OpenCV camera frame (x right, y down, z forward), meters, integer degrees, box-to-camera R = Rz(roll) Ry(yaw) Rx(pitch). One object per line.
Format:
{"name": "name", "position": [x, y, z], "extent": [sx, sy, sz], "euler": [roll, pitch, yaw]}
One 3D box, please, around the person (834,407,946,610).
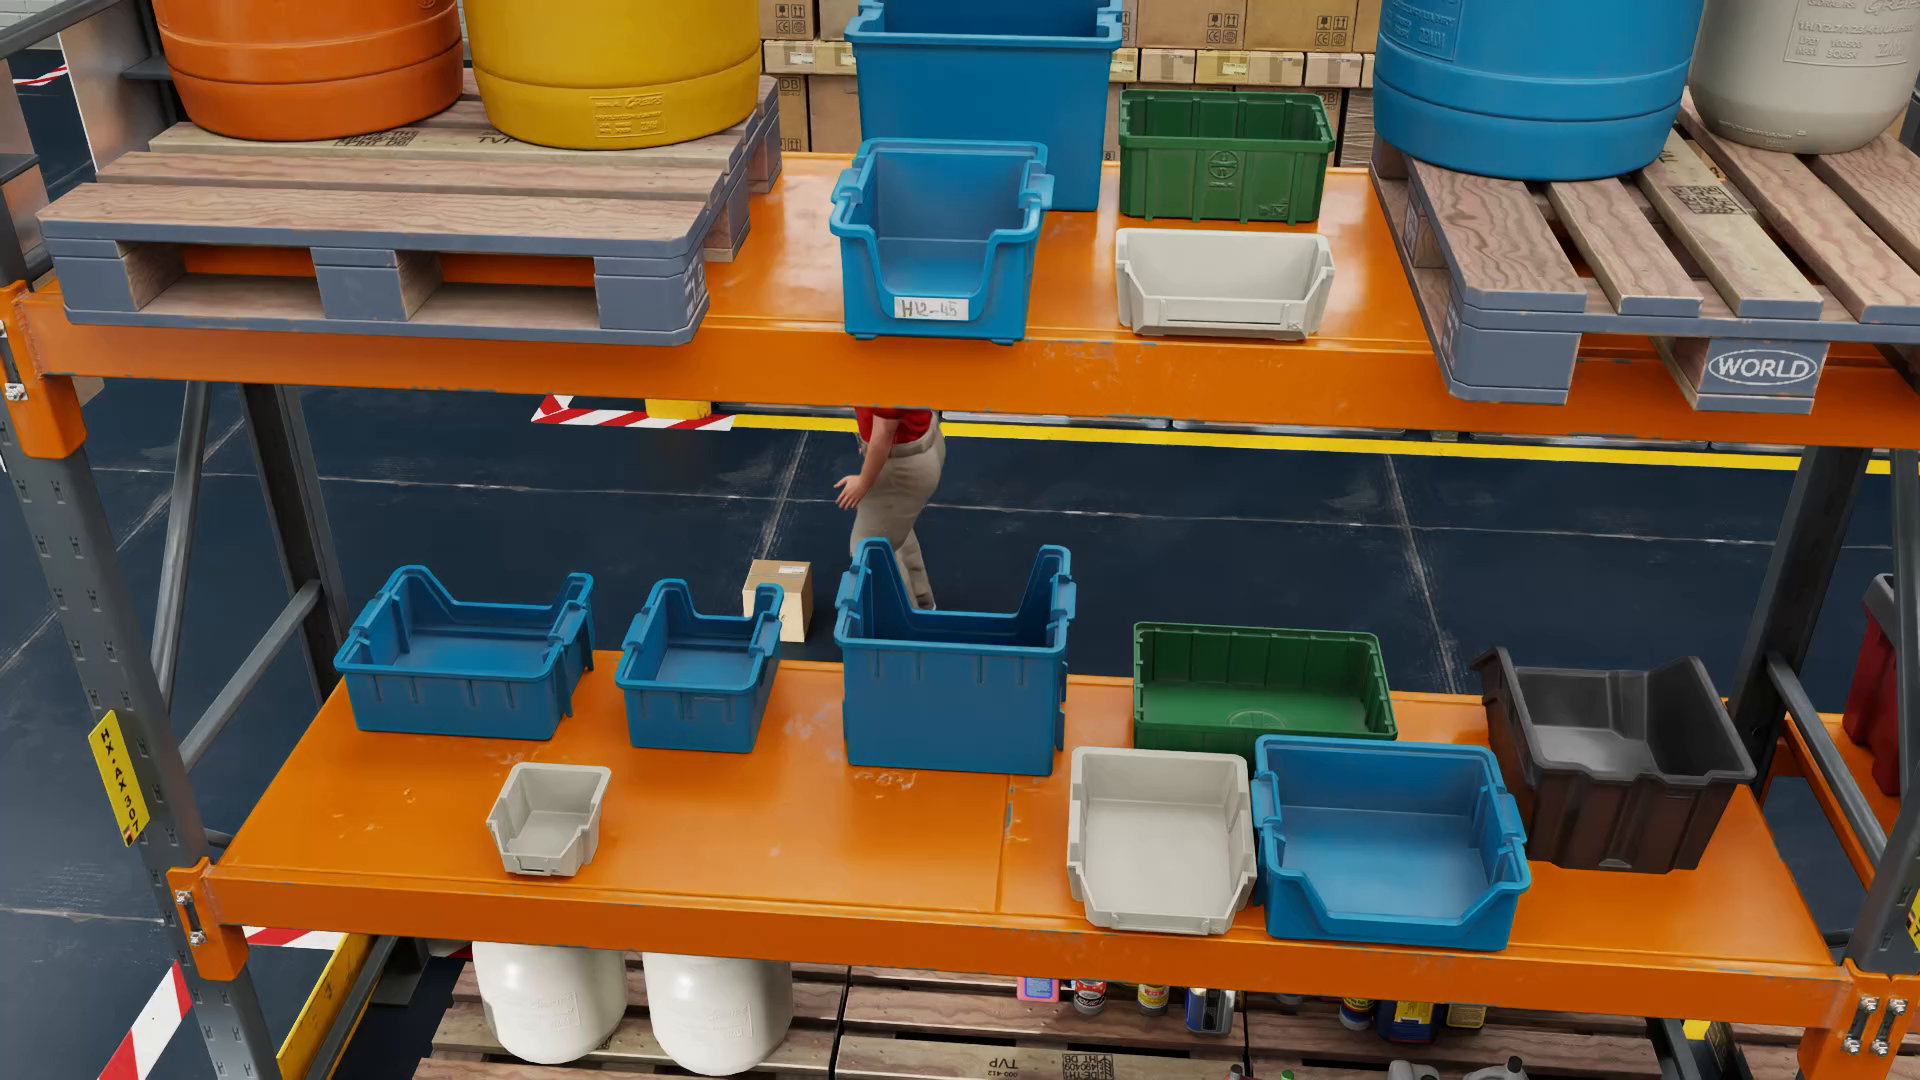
{"name": "person", "position": [-0.273, -0.306, 6.699], "extent": [0.410, 1.687, 0.553], "euler": [3, 32, 5]}
